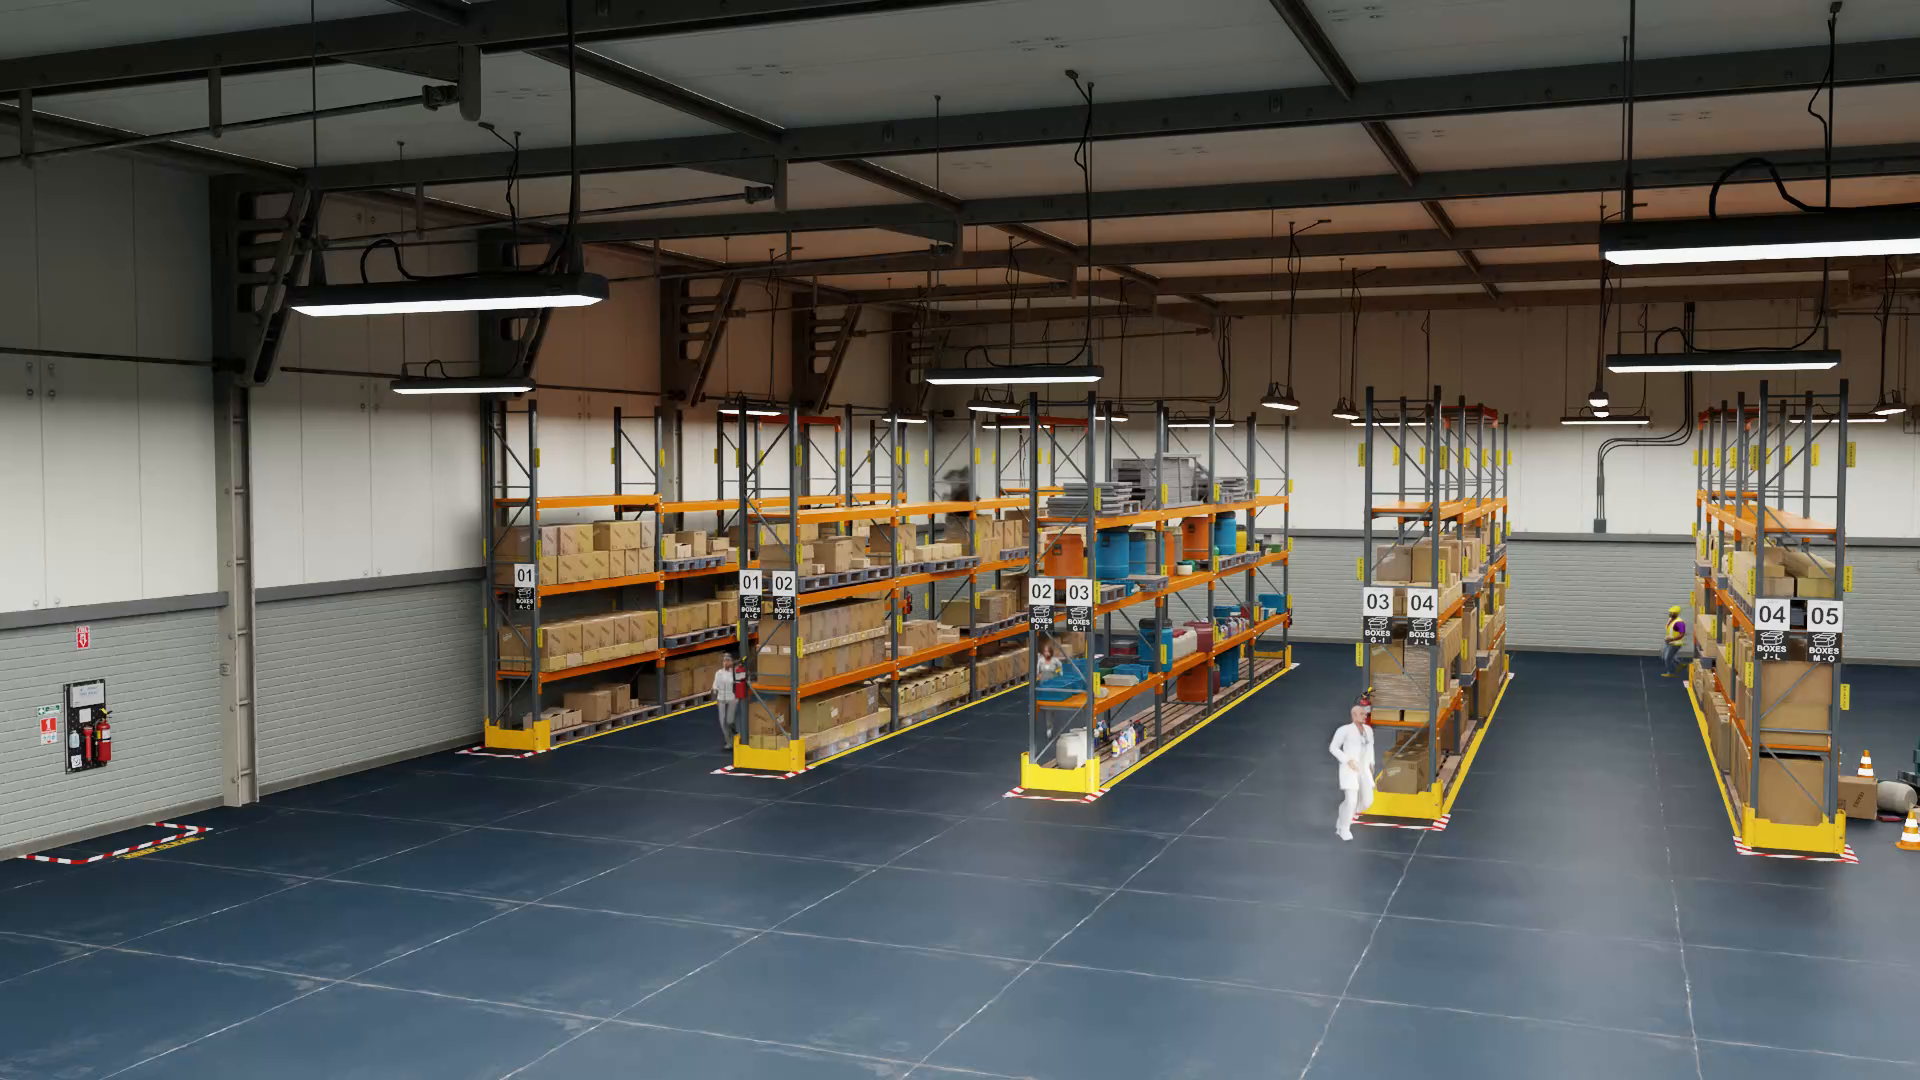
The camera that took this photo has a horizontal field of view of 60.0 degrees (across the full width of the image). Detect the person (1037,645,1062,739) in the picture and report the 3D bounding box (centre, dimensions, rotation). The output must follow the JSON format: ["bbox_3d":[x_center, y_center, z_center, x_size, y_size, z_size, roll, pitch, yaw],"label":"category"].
[{"bbox_3d":[1.585,2.709,29.980,0.528,1.633,0.750,1,3,17],"label":"person"}]

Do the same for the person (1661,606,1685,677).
[{"bbox_3d":[16.223,2.312,37.681,0.599,1.666,0.758,0,3,3],"label":"person"}]

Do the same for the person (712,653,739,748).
[{"bbox_3d":[-3.987,2.757,28.466,0.602,1.655,0.554,1,3,12],"label":"person"}]

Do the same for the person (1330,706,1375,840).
[{"bbox_3d":[5.232,3.061,21.953,0.731,1.731,0.609,-1,3,-22],"label":"person"}]
